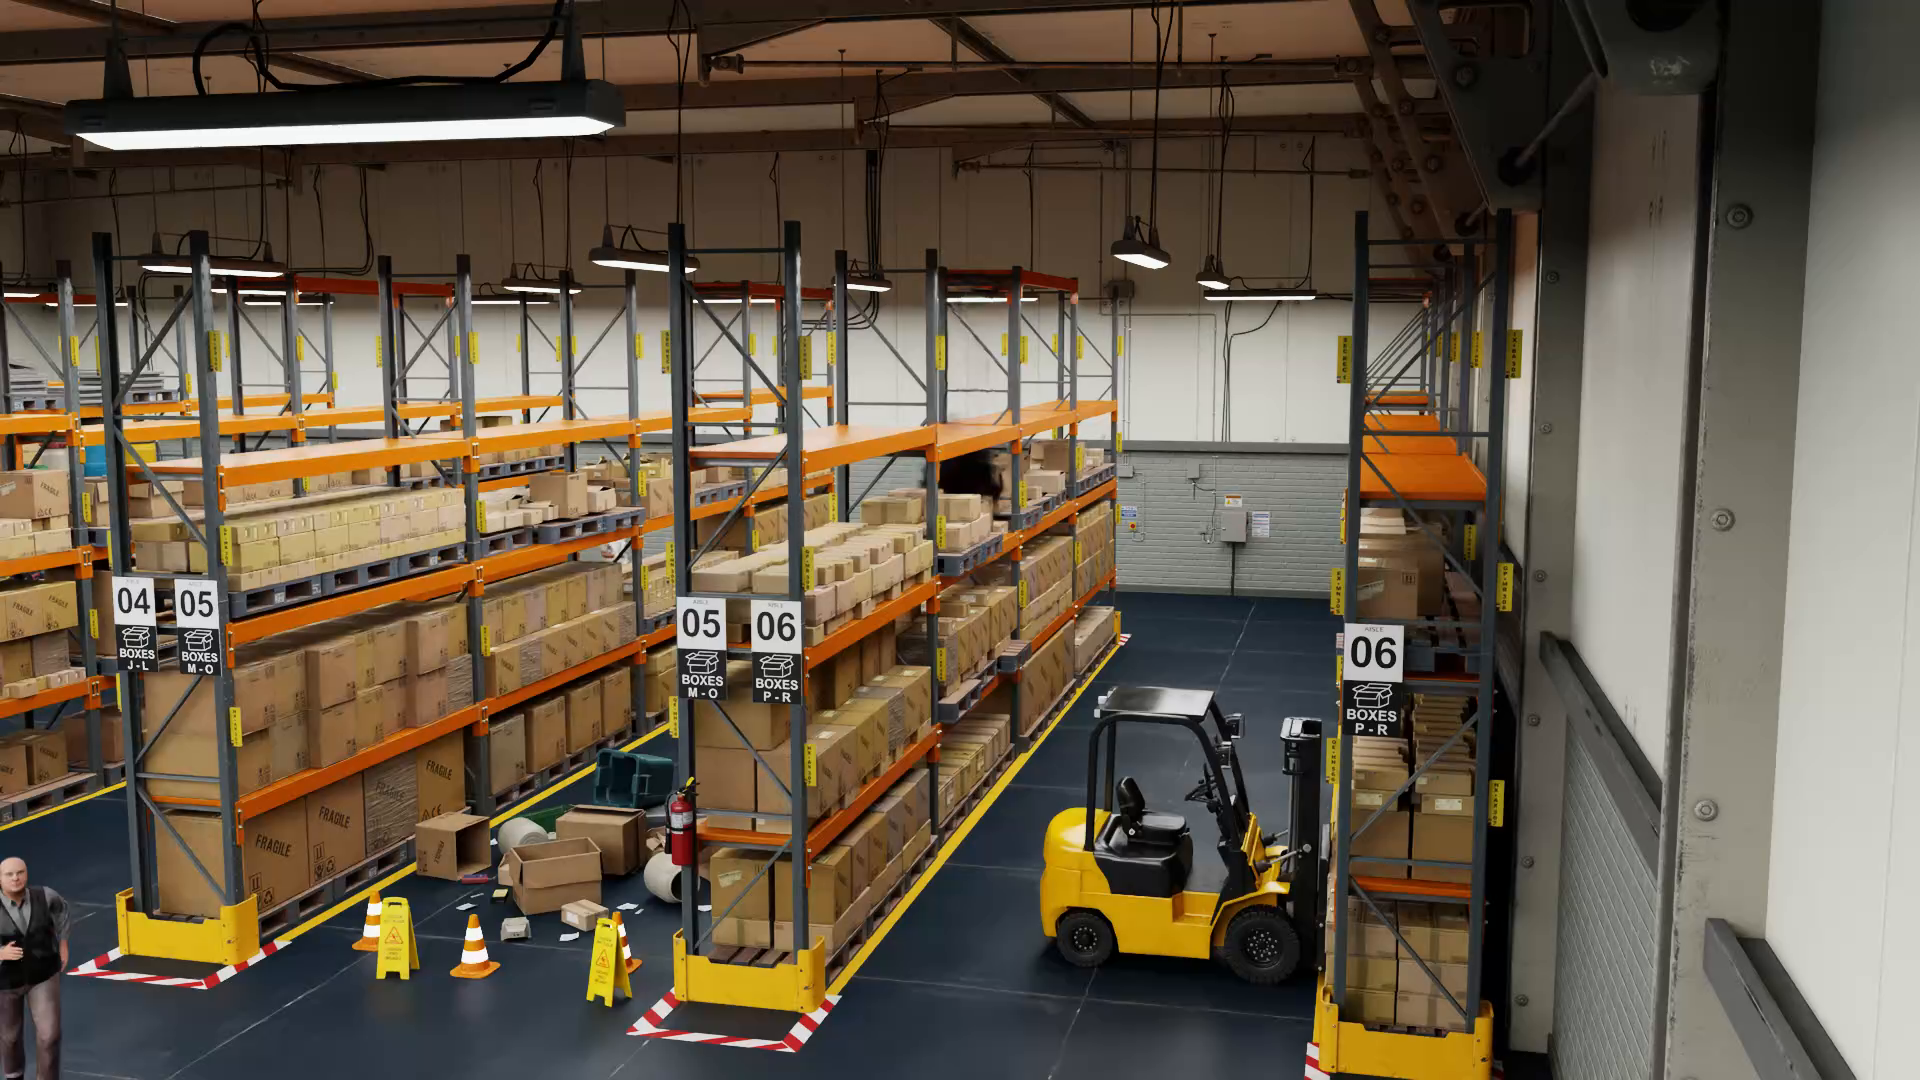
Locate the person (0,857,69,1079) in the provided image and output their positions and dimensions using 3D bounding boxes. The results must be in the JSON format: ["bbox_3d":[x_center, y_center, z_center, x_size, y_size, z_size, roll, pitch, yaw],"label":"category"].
[{"bbox_3d":[-6.231,2.980,11.049,0.657,1.792,0.768,-5,8,-34],"label":"person"}]

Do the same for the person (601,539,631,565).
[{"bbox_3d":[-6.386,0.494,31.064,0.688,1.781,0.831,-6,9,-41],"label":"person"}]
